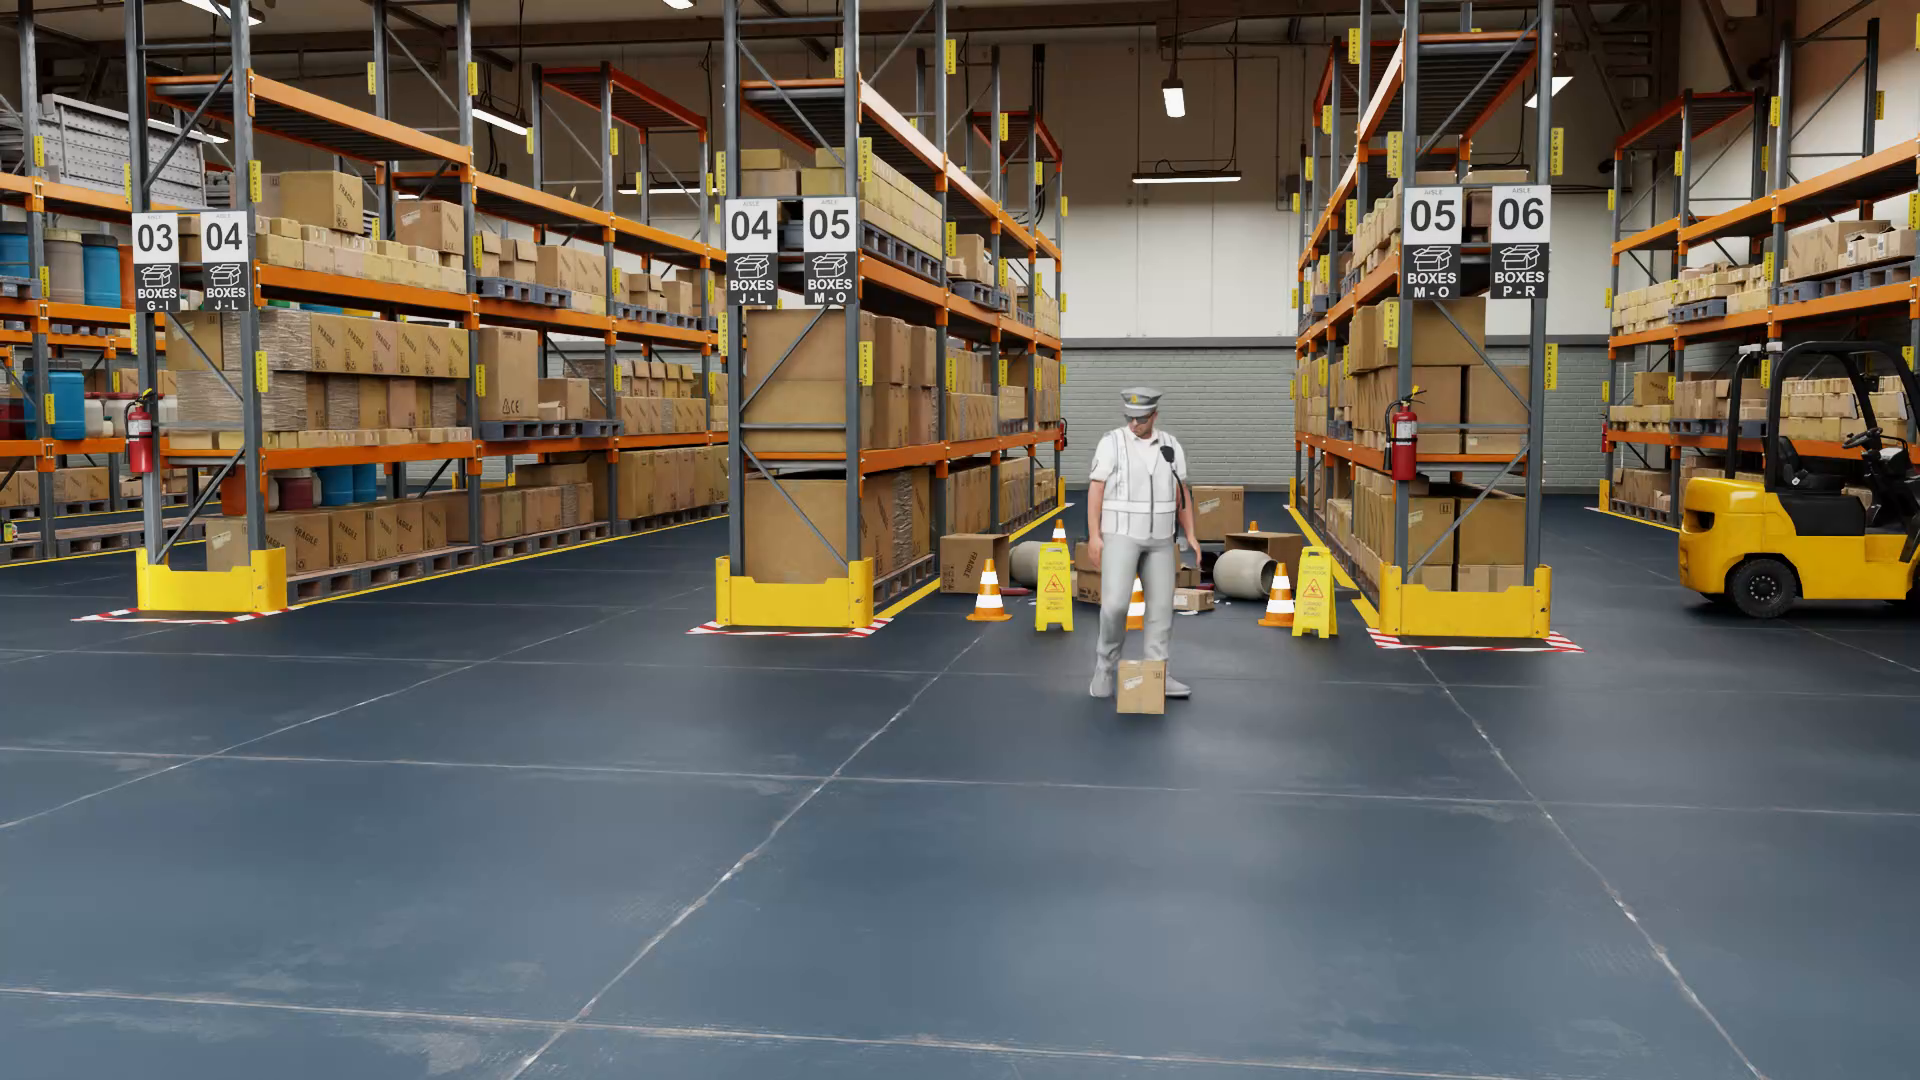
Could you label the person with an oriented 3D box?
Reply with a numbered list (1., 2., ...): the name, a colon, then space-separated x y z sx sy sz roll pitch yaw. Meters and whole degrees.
1. person: 1.052 0.029 9.453 0.619 1.793 0.456 -1 5 -18
